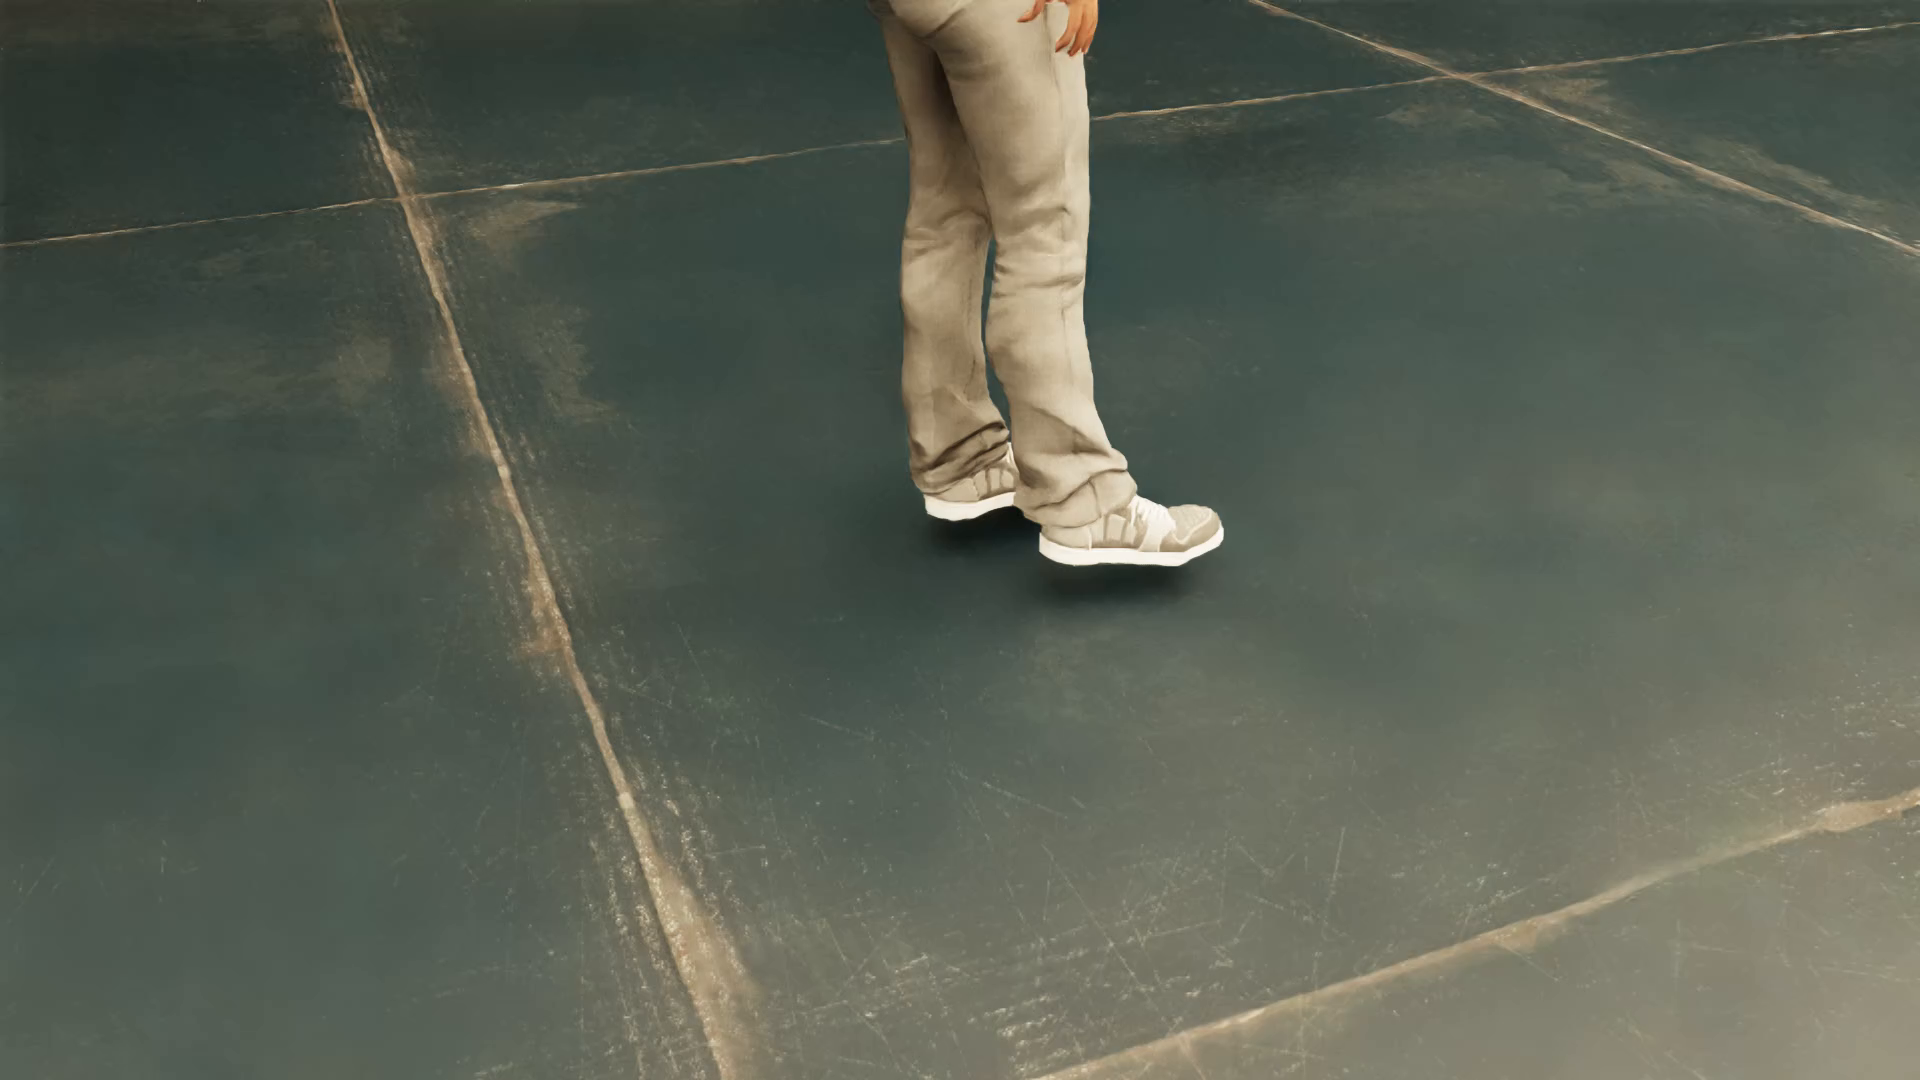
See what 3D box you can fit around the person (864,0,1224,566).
[{"bbox_3d":[0.073,-0.742,2.095,0.476,1.596,0.521,-11,32,-19],"label":"person"}]
